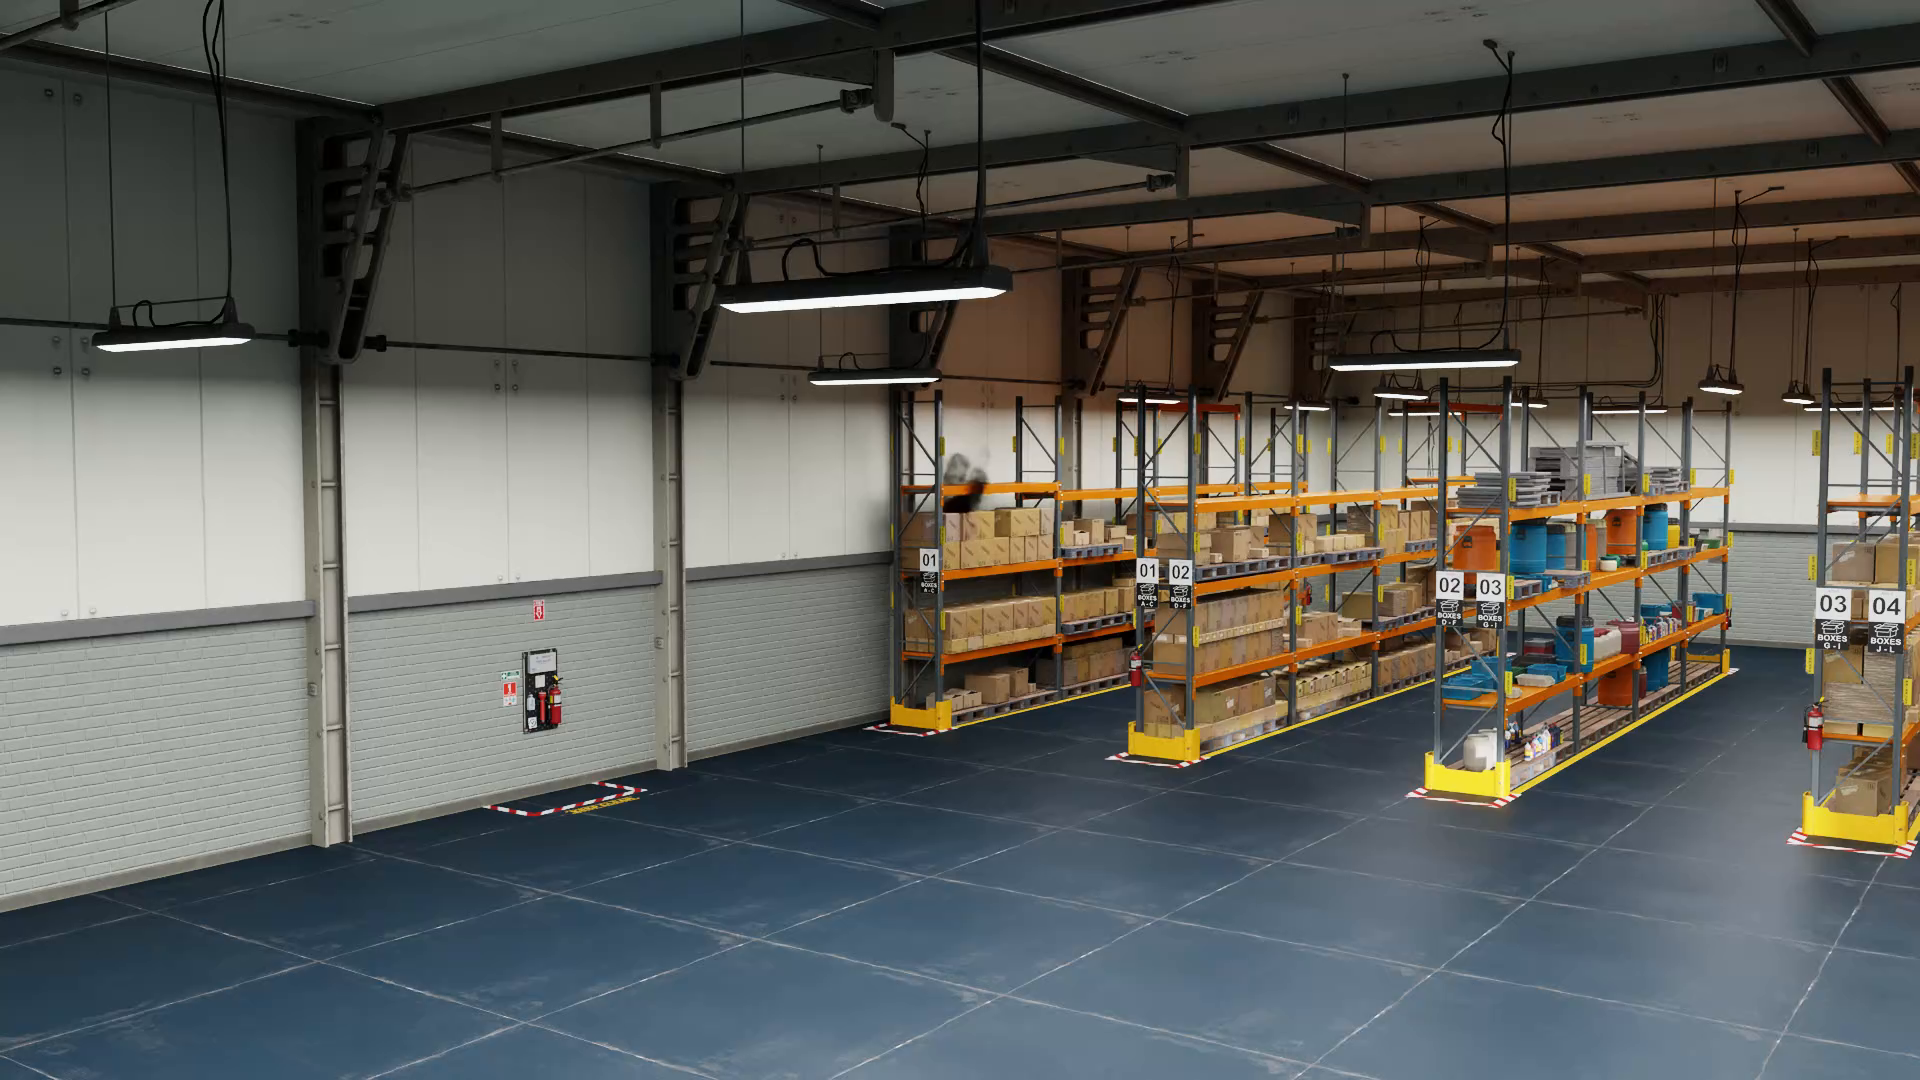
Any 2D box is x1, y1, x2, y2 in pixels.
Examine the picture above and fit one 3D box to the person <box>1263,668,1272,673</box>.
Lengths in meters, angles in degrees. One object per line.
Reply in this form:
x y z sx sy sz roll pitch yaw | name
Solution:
6.609 2.144 35.759 0.566 1.684 0.956 1 4 24 | person
